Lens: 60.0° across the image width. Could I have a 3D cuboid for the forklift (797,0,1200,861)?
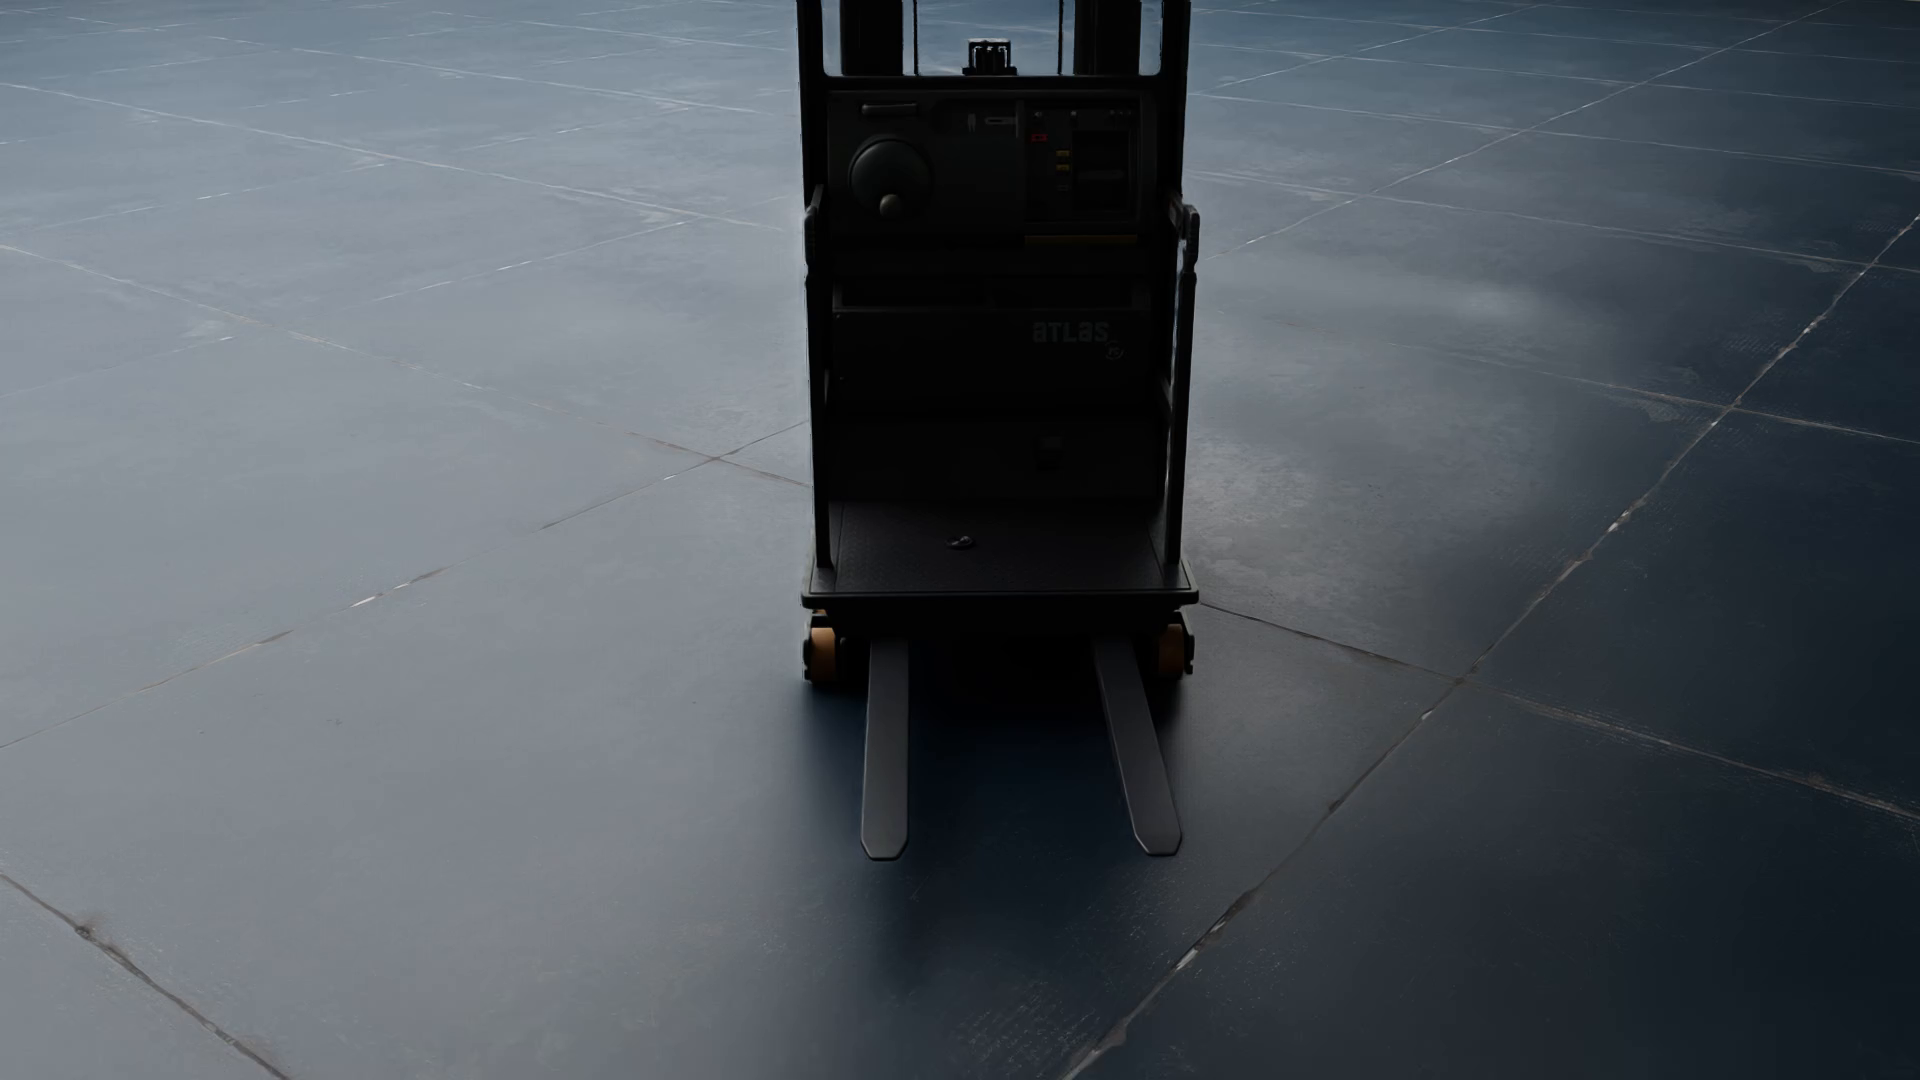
[{"bbox_3d":[0.100,-1.056,4.512,1.130,2.935,3.031,-1,24,-1],"label":"forklift"}]
